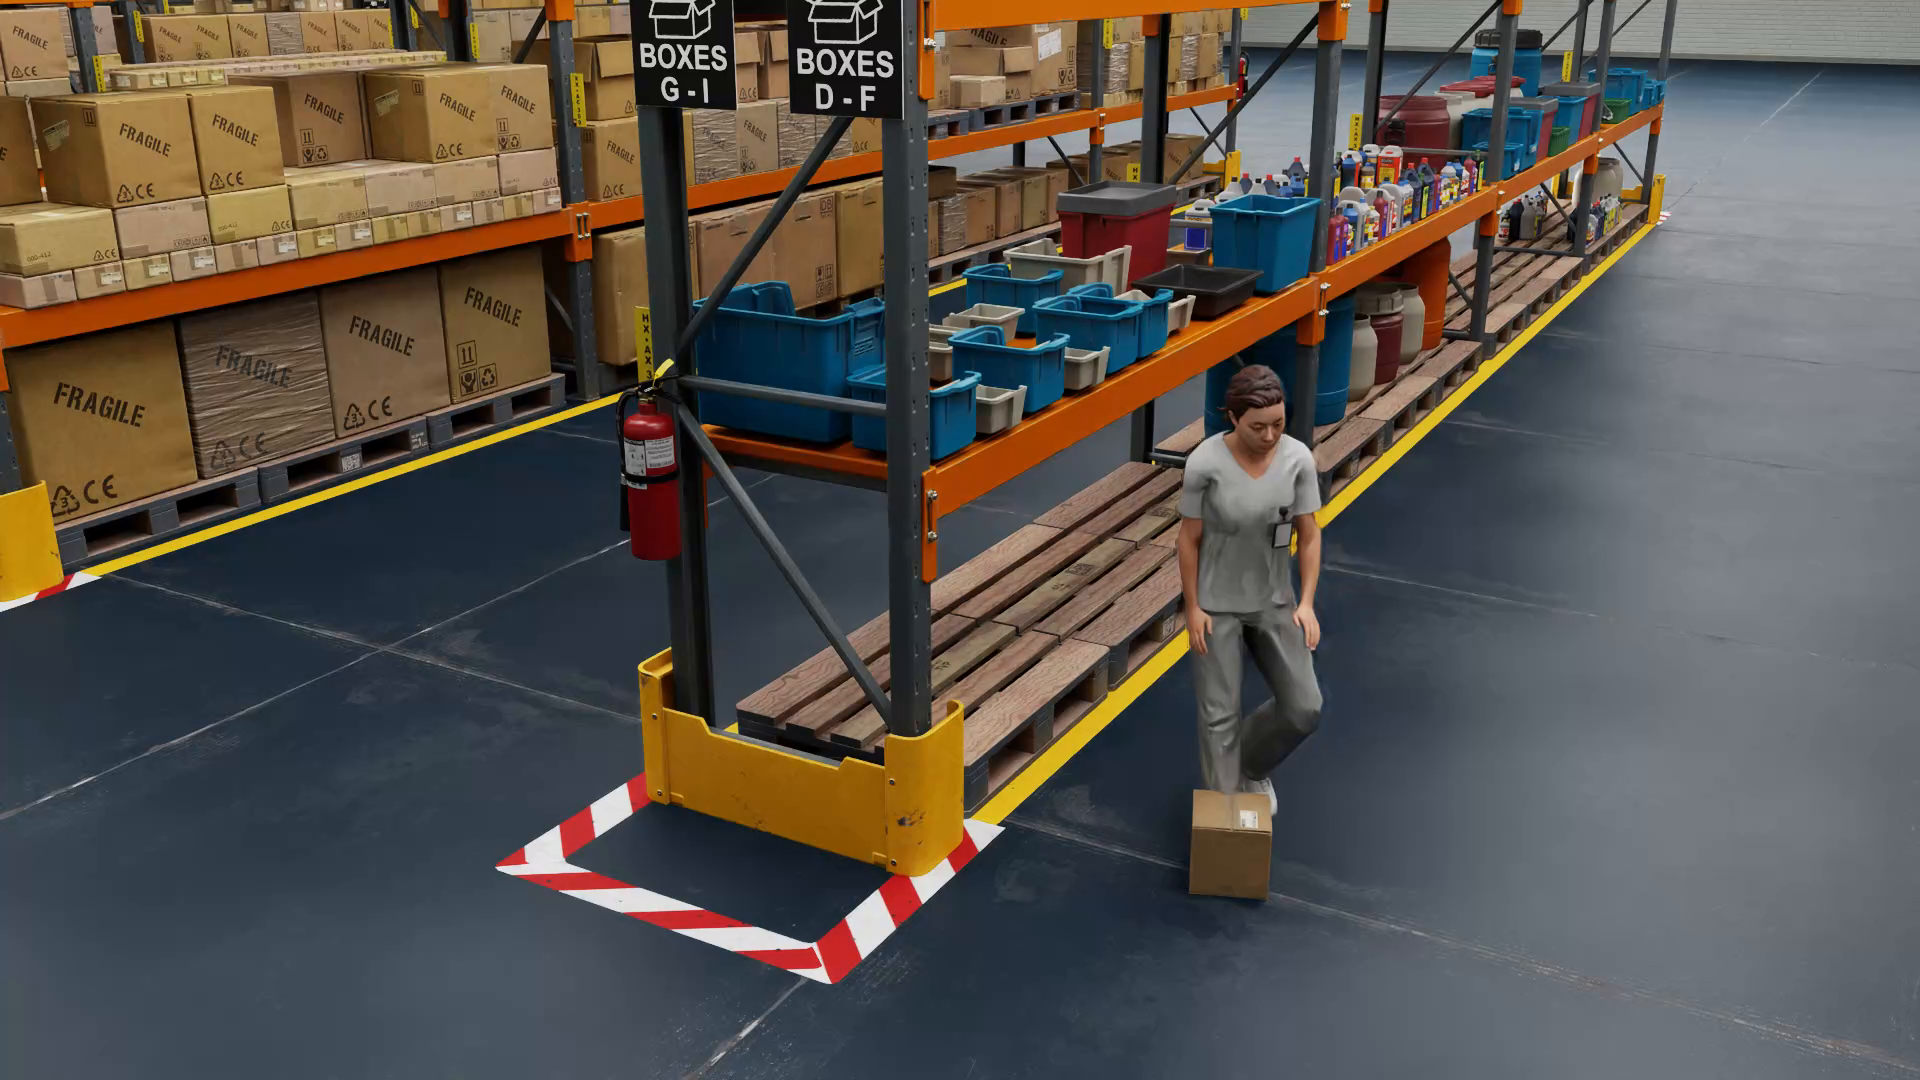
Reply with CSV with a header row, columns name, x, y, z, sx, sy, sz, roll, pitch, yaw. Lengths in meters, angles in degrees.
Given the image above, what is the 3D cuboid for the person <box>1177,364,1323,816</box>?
name,x,y,z,sx,sy,sz,roll,pitch,yaw
person,0.927,0.225,5.390,0.472,1.663,0.571,-2,20,-6
